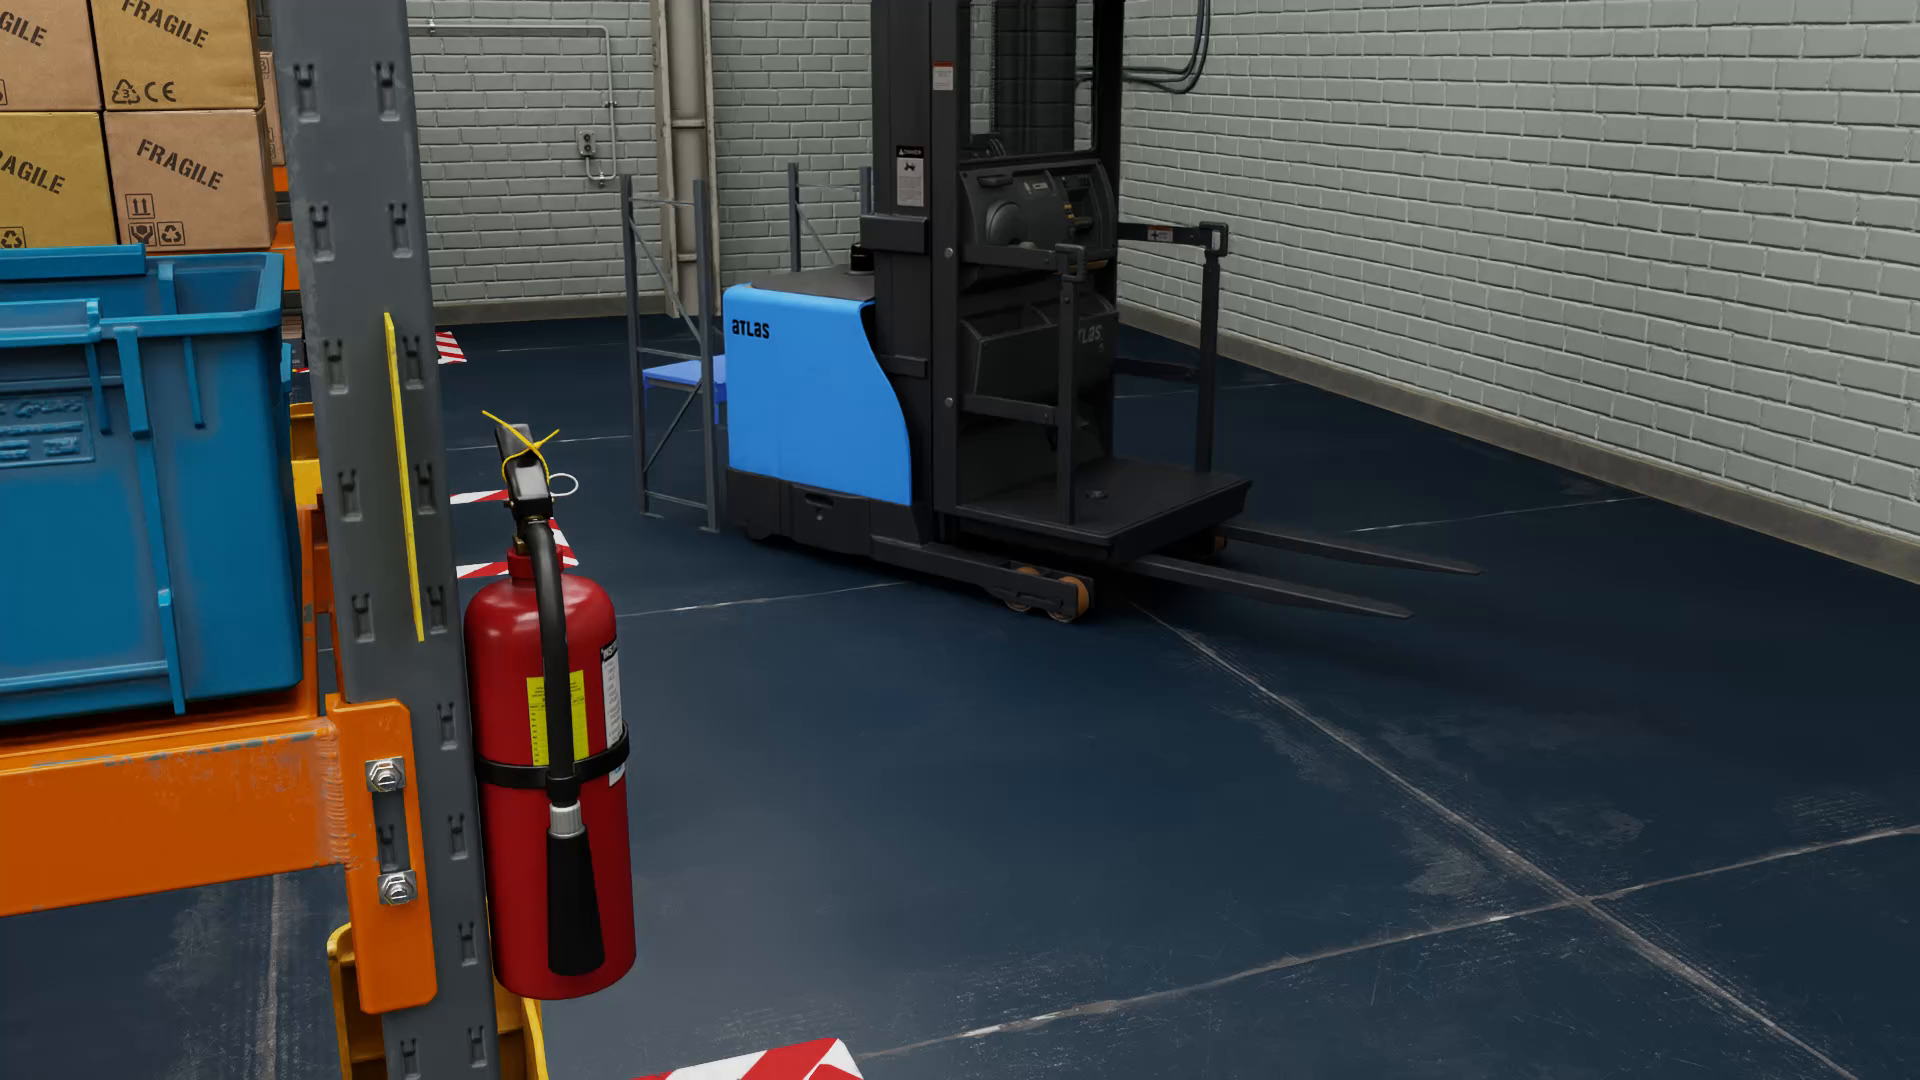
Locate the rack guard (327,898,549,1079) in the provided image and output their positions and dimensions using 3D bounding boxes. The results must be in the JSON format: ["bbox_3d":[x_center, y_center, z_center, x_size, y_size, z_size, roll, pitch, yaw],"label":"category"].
[{"bbox_3d":[-0.763,1.065,2.583,0.348,0.500,1.175,-6,17,-20],"label":"rack guard"}]

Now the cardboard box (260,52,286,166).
[{"bbox_3d":[-4.798,-2.825,10.861,0.700,0.700,0.980,-5,17,-18],"label":"cardboard box"}]

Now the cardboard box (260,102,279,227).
[{"bbox_3d":[-3.058,-1.504,6.720,0.500,0.500,0.500,-6,17,-19],"label":"cardboard box"}]

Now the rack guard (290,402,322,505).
[{"bbox_3d":[-2.621,-0.225,6.976,0.348,0.500,1.175,-6,17,-20],"label":"rack guard"}]

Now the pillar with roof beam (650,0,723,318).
[{"bbox_3d":[-0.573,-4.980,8.087,0.400,9.000,9.100,-6,17,-20],"label":"pillar with roof beam"}]

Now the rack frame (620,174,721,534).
[{"bbox_3d":[-1.243,-0.794,7.141,0.500,1.500,0.032,13,21,37],"label":"rack frame"}]

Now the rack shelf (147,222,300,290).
[{"bbox_3d":[-4.417,-0.885,6.065,4.000,0.370,1.077,-6,17,-20],"label":"rack shelf"}]

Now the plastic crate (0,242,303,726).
[{"bbox_3d":[-1.026,-0.091,1.915,0.499,0.435,0.616,-6,17,-20],"label":"plastic crate"}]

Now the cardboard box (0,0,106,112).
[{"bbox_3d":[-3.338,-1.791,5.922,0.500,0.500,0.500,-6,17,-19],"label":"cardboard box"}]

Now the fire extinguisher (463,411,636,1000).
[{"bbox_3d":[-0.477,0.192,1.919,0.183,0.674,0.296,-6,17,-20],"label":"fire extinguisher"}]

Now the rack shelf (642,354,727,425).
[{"bbox_3d":[-0.926,-0.733,7.572,0.538,0.185,1.000,13,21,37],"label":"rack shelf"}]

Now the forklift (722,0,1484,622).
[{"bbox_3d":[0.476,-1.275,6.236,3.031,2.935,1.130,12,20,36],"label":"forklift"}]

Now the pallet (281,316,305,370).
[{"bbox_3d":[-5.044,-1.296,11.135,1.213,0.211,1.003,-6,17,-20],"label":"pallet"}]

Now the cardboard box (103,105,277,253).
[{"bbox_3d":[-2.870,-1.363,6.238,0.500,0.500,0.500,-6,17,-18],"label":"cardboard box"}]

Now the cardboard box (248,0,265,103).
[{"bbox_3d":[-3.058,-1.984,6.579,0.500,0.500,0.500,-6,17,-18],"label":"cardboard box"}]

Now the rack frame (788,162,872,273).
[{"bbox_3d":[-0.608,-1.018,7.902,0.500,1.500,0.032,13,21,37],"label":"rack frame"}]

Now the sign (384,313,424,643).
[{"bbox_3d":[-0.569,-0.063,1.701,0.005,0.325,0.100,-6,17,-20],"label":"sign"}]

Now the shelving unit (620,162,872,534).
[{"bbox_3d":[-0.926,-0.906,7.522,0.538,1.500,1.048,13,21,37],"label":"shelving unit"}]

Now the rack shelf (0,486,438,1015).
[{"bbox_3d":[-2.648,0.419,1.626,4.000,0.370,1.077,-6,17,-20],"label":"rack shelf"}]

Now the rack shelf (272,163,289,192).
[{"bbox_3d":[-6.193,-2.188,10.502,4.000,0.370,1.077,-6,17,-20],"label":"rack shelf"}]

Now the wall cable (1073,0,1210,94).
[{"bbox_3d":[1.084,-4.600,12.301,0.112,2.526,3.097,-6,17,-20],"label":"wall cable"}]

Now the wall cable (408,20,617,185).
[{"bbox_3d":[-3.468,-3.600,12.231,1.851,1.984,0.084,-6,17,-20],"label":"wall cable"}]

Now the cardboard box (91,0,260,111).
[{"bbox_3d":[-2.867,-1.842,6.096,0.500,0.500,0.500,-6,18,-21],"label":"cardboard box"}]

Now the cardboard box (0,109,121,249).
[{"bbox_3d":[-3.354,-1.310,6.057,0.500,0.500,0.500,-6,17,-20],"label":"cardboard box"}]

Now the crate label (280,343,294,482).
[{"bbox_3d":[-1.129,-0.138,2.436,0.303,0.233,0.416,-6,17,-20],"label":"crate label"}]
